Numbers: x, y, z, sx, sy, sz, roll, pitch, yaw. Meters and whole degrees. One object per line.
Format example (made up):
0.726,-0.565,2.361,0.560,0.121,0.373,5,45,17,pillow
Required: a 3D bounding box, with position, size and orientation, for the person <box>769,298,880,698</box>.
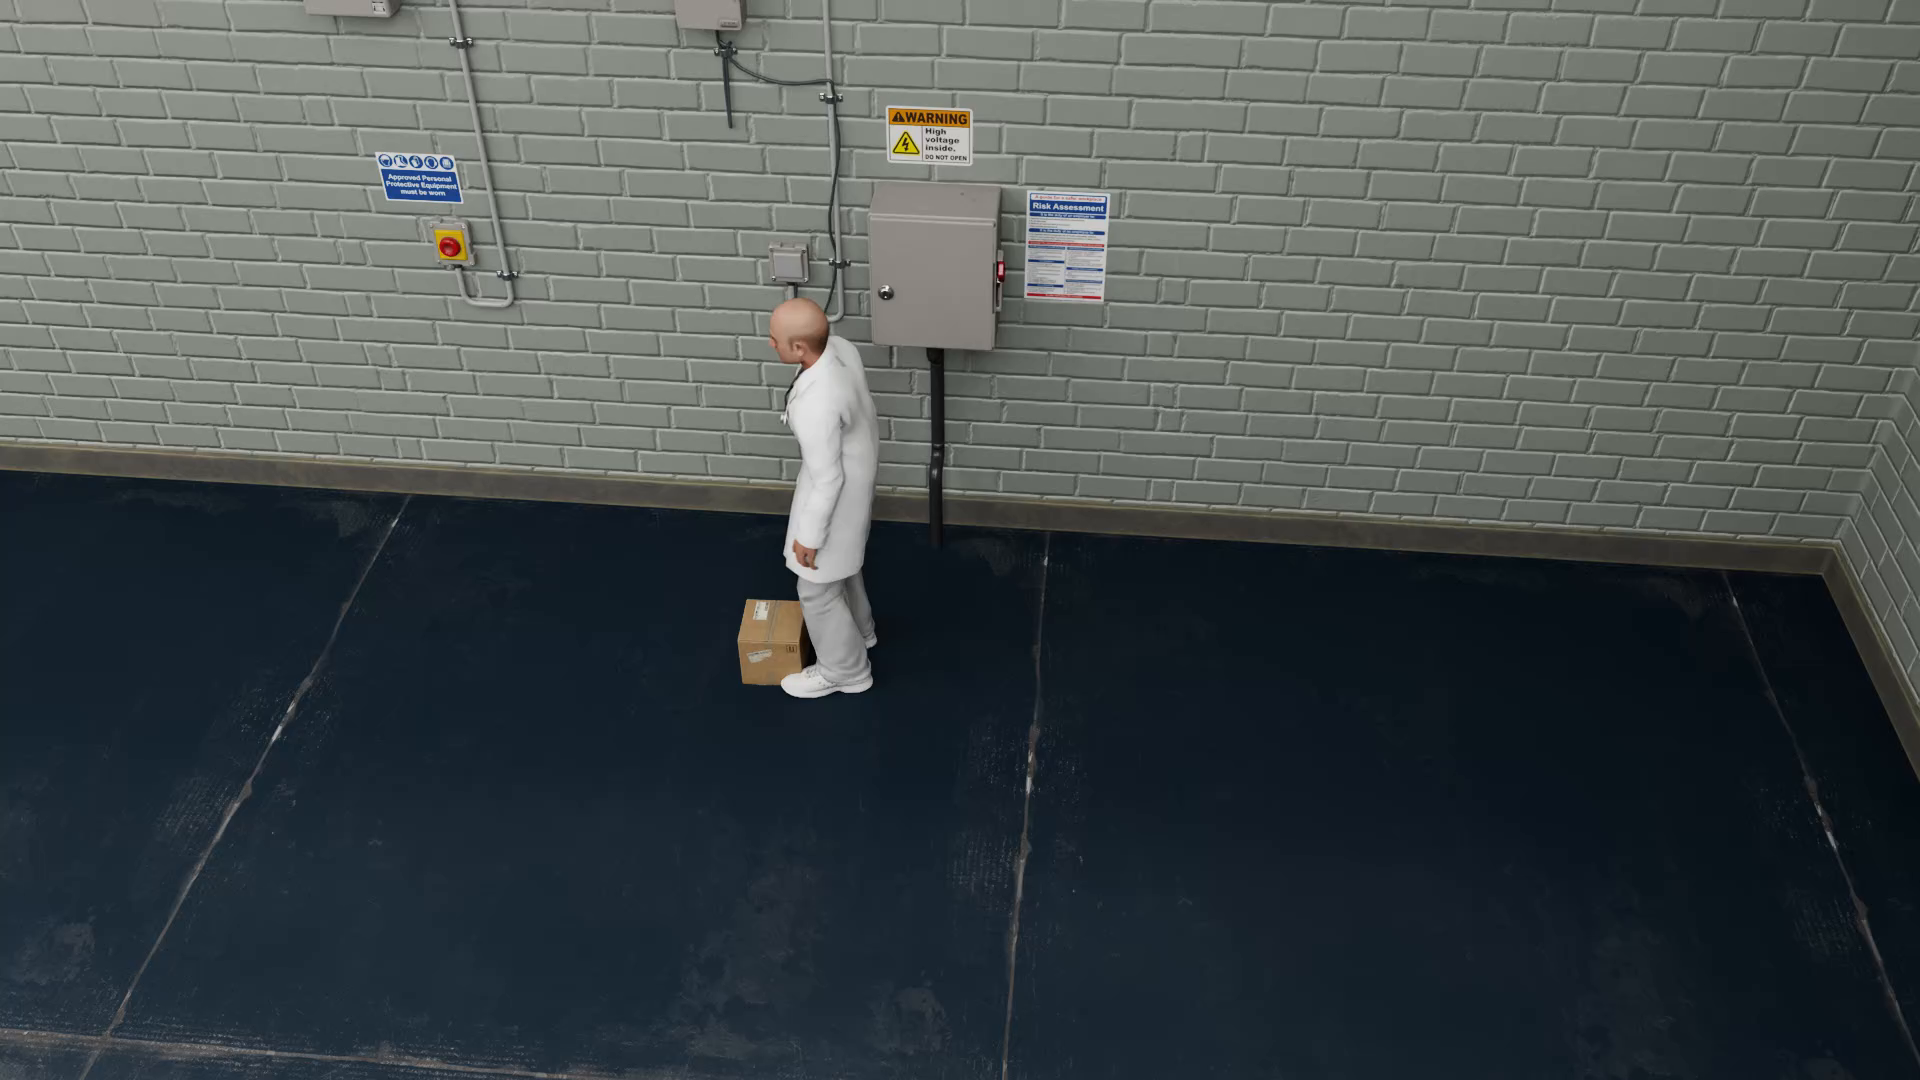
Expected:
-0.515,-0.157,6.358,0.427,1.774,0.644,3,40,4,person
